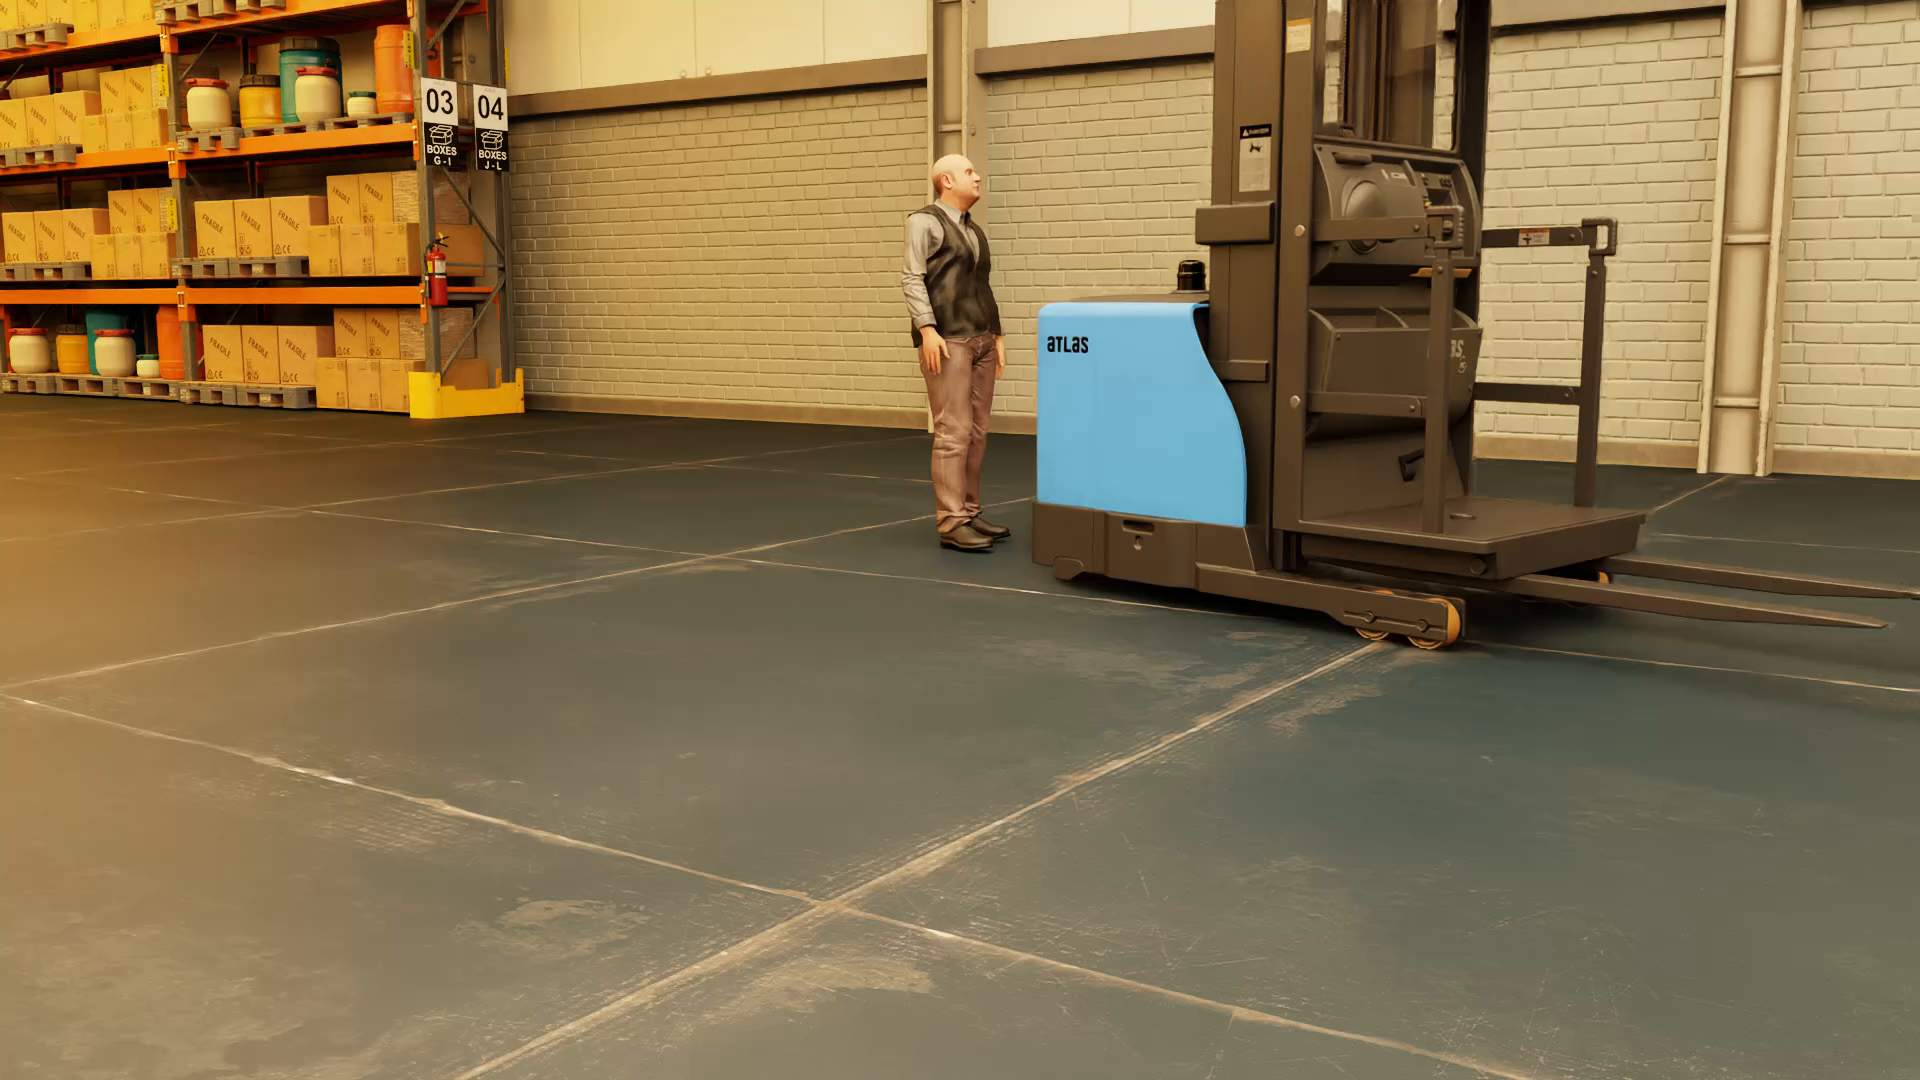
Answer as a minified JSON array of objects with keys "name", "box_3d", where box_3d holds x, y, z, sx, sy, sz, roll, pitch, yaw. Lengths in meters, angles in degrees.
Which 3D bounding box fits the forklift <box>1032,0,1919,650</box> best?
[{"name":"forklift","box_3d":[1.653,-1.189,5.553,1.130,2.935,3.031,-7,11,-42]}]

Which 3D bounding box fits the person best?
[{"name":"person","box_3d":[0.047,-0.854,7.441,0.568,1.720,0.632,5,10,34]}]
